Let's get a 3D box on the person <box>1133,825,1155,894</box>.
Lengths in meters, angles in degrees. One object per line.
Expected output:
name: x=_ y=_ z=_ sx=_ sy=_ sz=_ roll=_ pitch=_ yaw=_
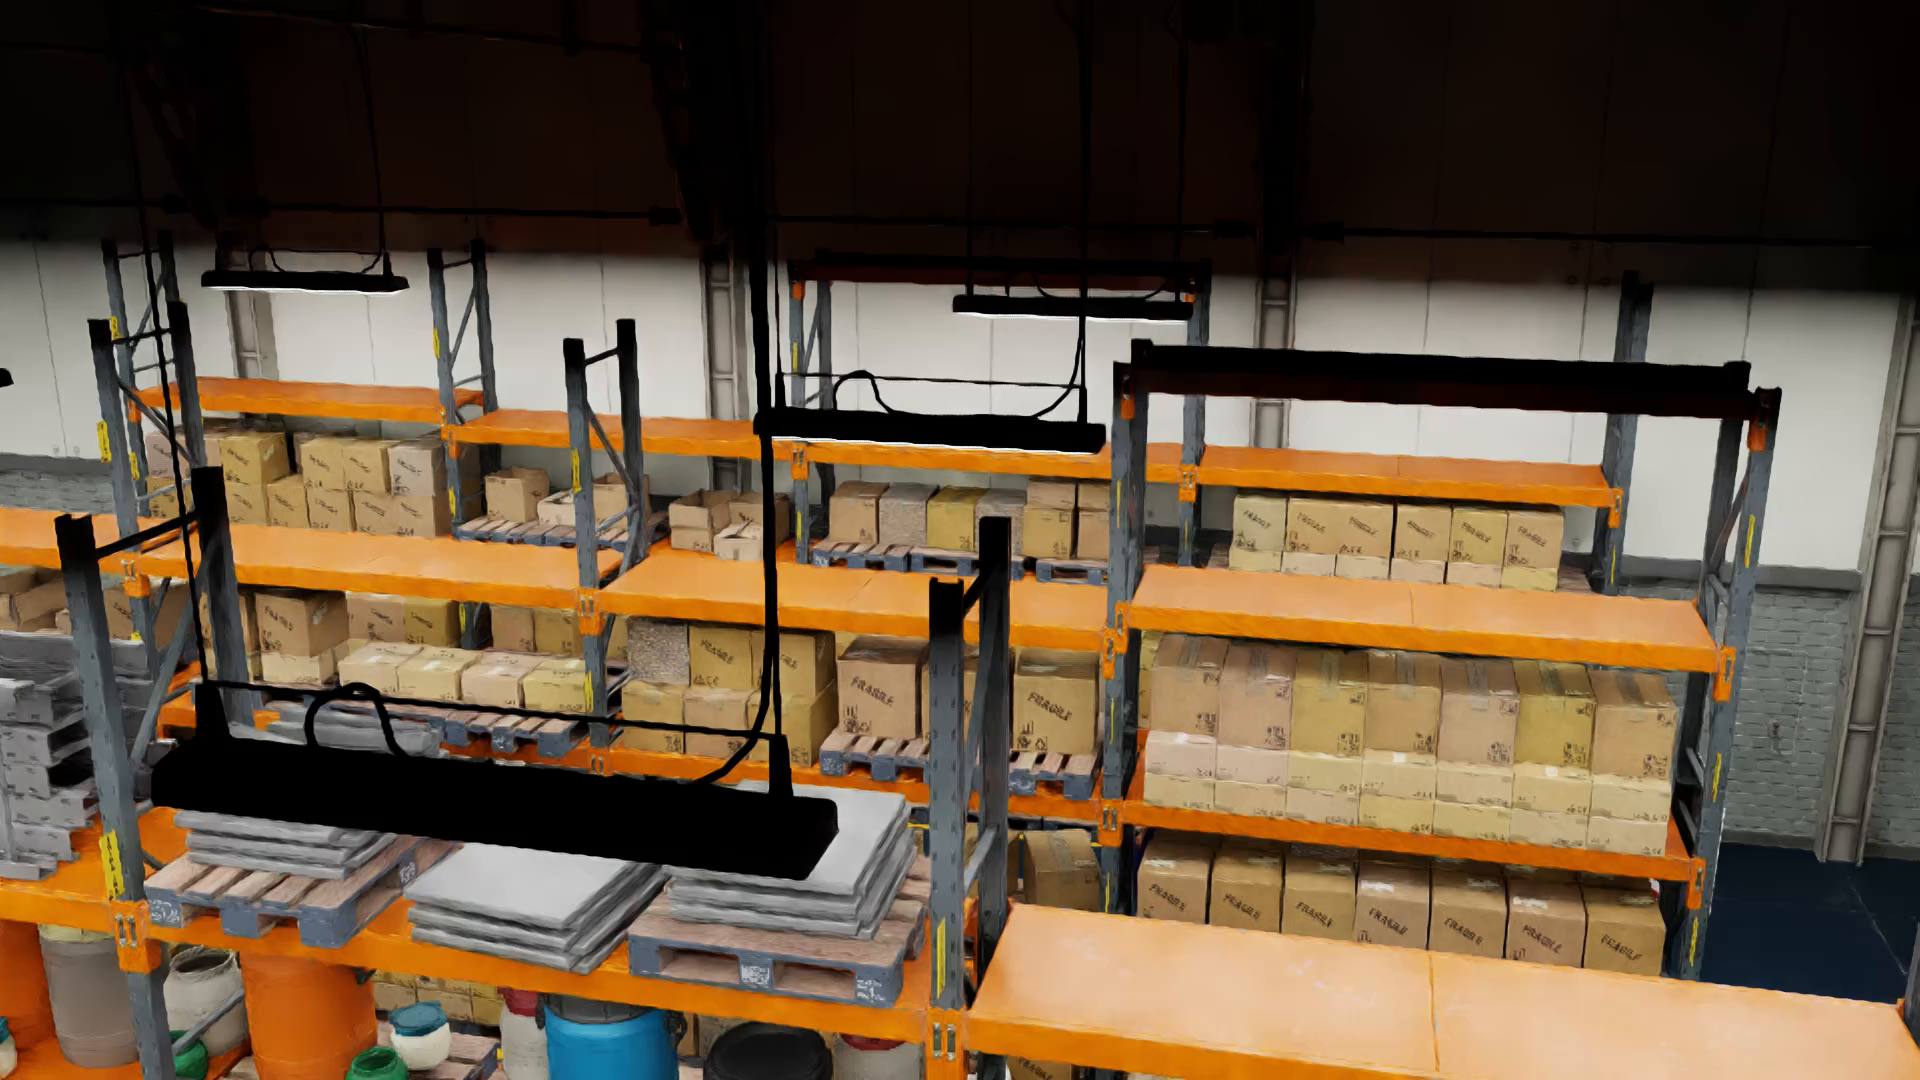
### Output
person: x=1.894 y=2.766 z=16.067 sx=0.983 sy=1.590 sz=0.491 roll=3 pitch=17 yaw=12

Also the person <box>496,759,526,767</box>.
person: x=-4.141 y=2.783 z=15.810 sx=1.121 sy=1.691 sz=0.577 roll=5 pitch=17 yaw=15

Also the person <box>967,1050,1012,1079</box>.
person: x=0.123 y=4.077 z=11.239 sx=0.648 sy=1.764 sz=0.430 roll=-2 pitch=16 yaw=-6
